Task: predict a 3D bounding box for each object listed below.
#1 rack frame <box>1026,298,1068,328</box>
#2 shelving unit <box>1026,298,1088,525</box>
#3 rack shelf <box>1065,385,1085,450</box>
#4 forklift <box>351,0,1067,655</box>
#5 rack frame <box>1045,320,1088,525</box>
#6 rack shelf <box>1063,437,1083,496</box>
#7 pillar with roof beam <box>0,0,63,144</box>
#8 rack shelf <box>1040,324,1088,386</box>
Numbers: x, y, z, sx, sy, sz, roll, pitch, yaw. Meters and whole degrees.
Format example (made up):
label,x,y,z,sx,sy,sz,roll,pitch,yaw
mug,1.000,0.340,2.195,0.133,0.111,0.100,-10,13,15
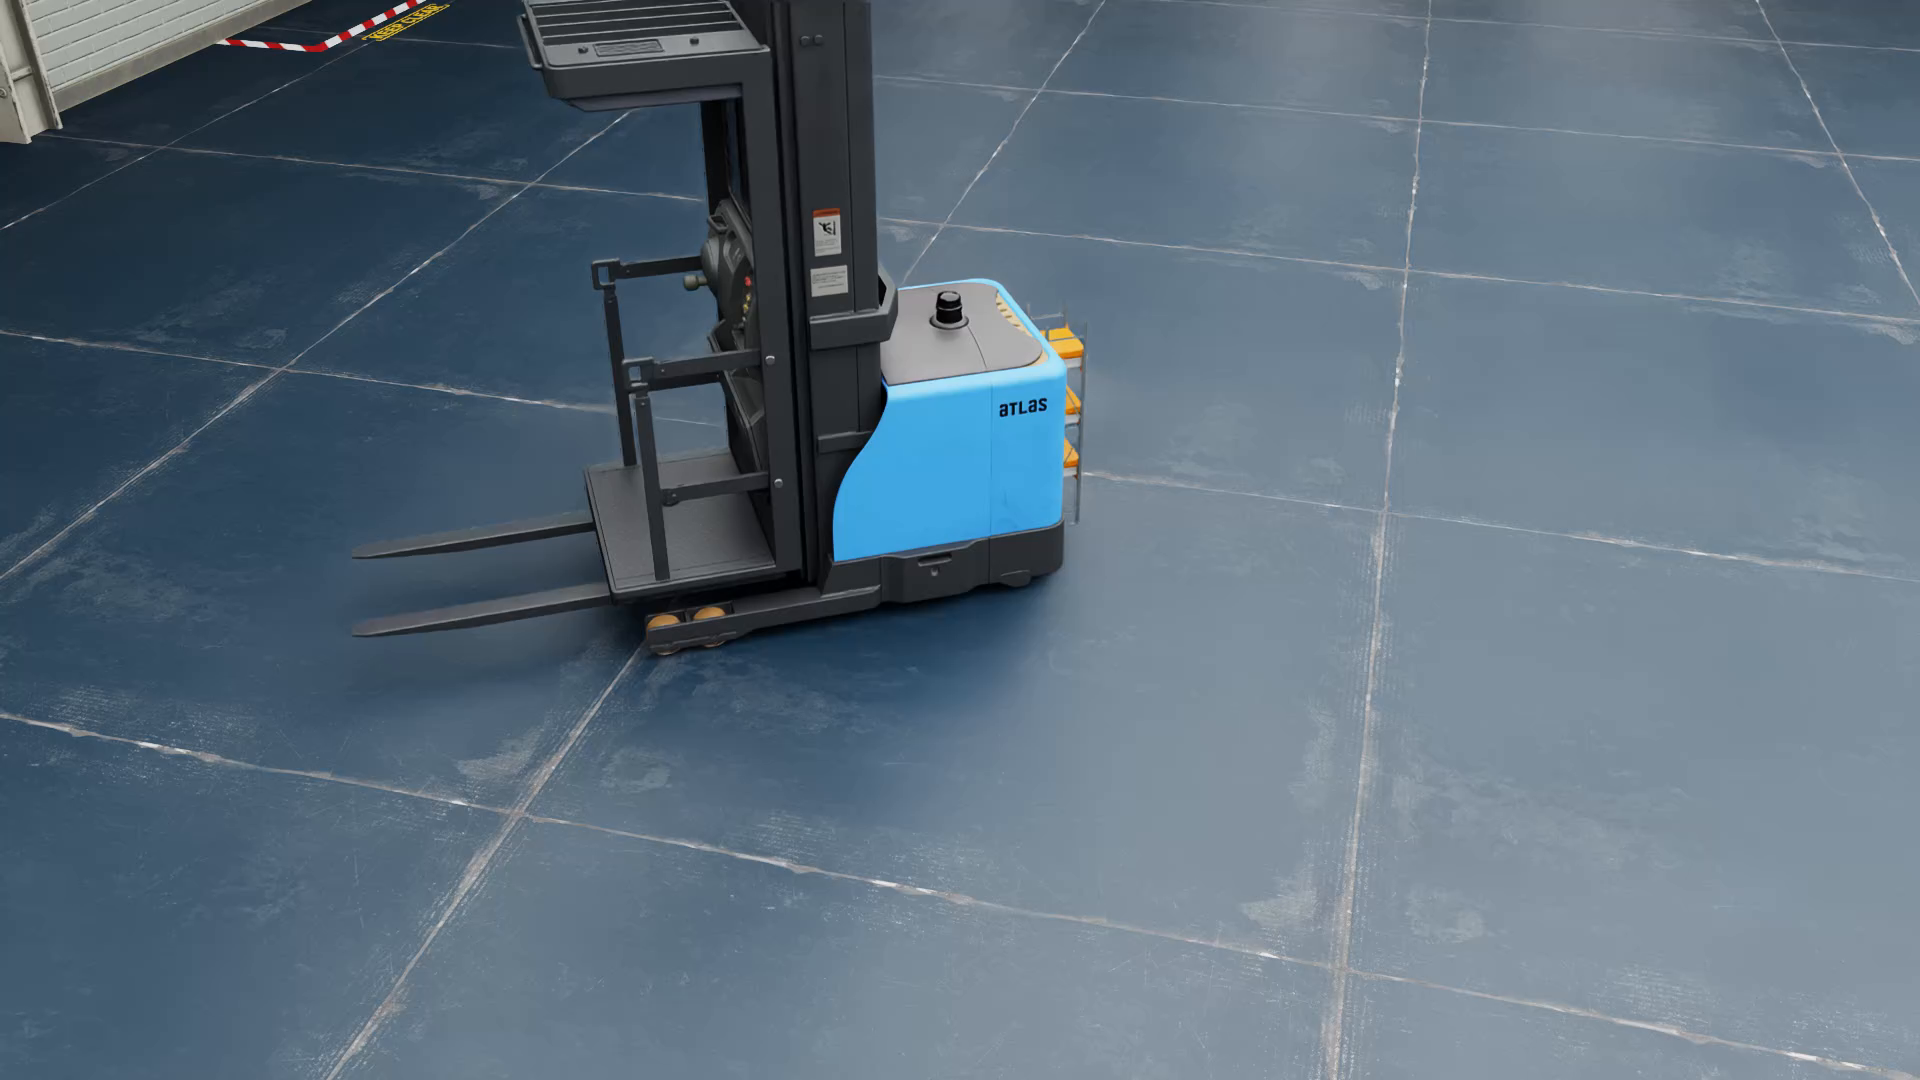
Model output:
label,x,y,z,sx,sy,sz,roll,pitch,yaw
rack frame,0.393,-0.630,7.762,0.200,1.050,0.008,-10,34,-15
shelving unit,0.430,-0.568,7.664,0.215,1.050,0.252,-10,34,-15
rack shelf,0.430,-0.559,7.670,0.215,0.259,0.240,-10,34,-15
forklift,-1.114,-1.072,6.704,3.031,2.935,1.130,-9,34,-14
rack frame,0.468,-0.505,7.566,0.200,1.050,0.008,-10,34,-15
rack shelf,0.430,-0.324,7.819,0.215,0.259,0.240,-10,34,-15
pillar with roof beam,-2.891,-6.288,9.254,9.100,9.000,0.400,8,33,12
rack shelf,0.430,-0.798,7.518,0.215,0.259,0.240,-10,34,-15
